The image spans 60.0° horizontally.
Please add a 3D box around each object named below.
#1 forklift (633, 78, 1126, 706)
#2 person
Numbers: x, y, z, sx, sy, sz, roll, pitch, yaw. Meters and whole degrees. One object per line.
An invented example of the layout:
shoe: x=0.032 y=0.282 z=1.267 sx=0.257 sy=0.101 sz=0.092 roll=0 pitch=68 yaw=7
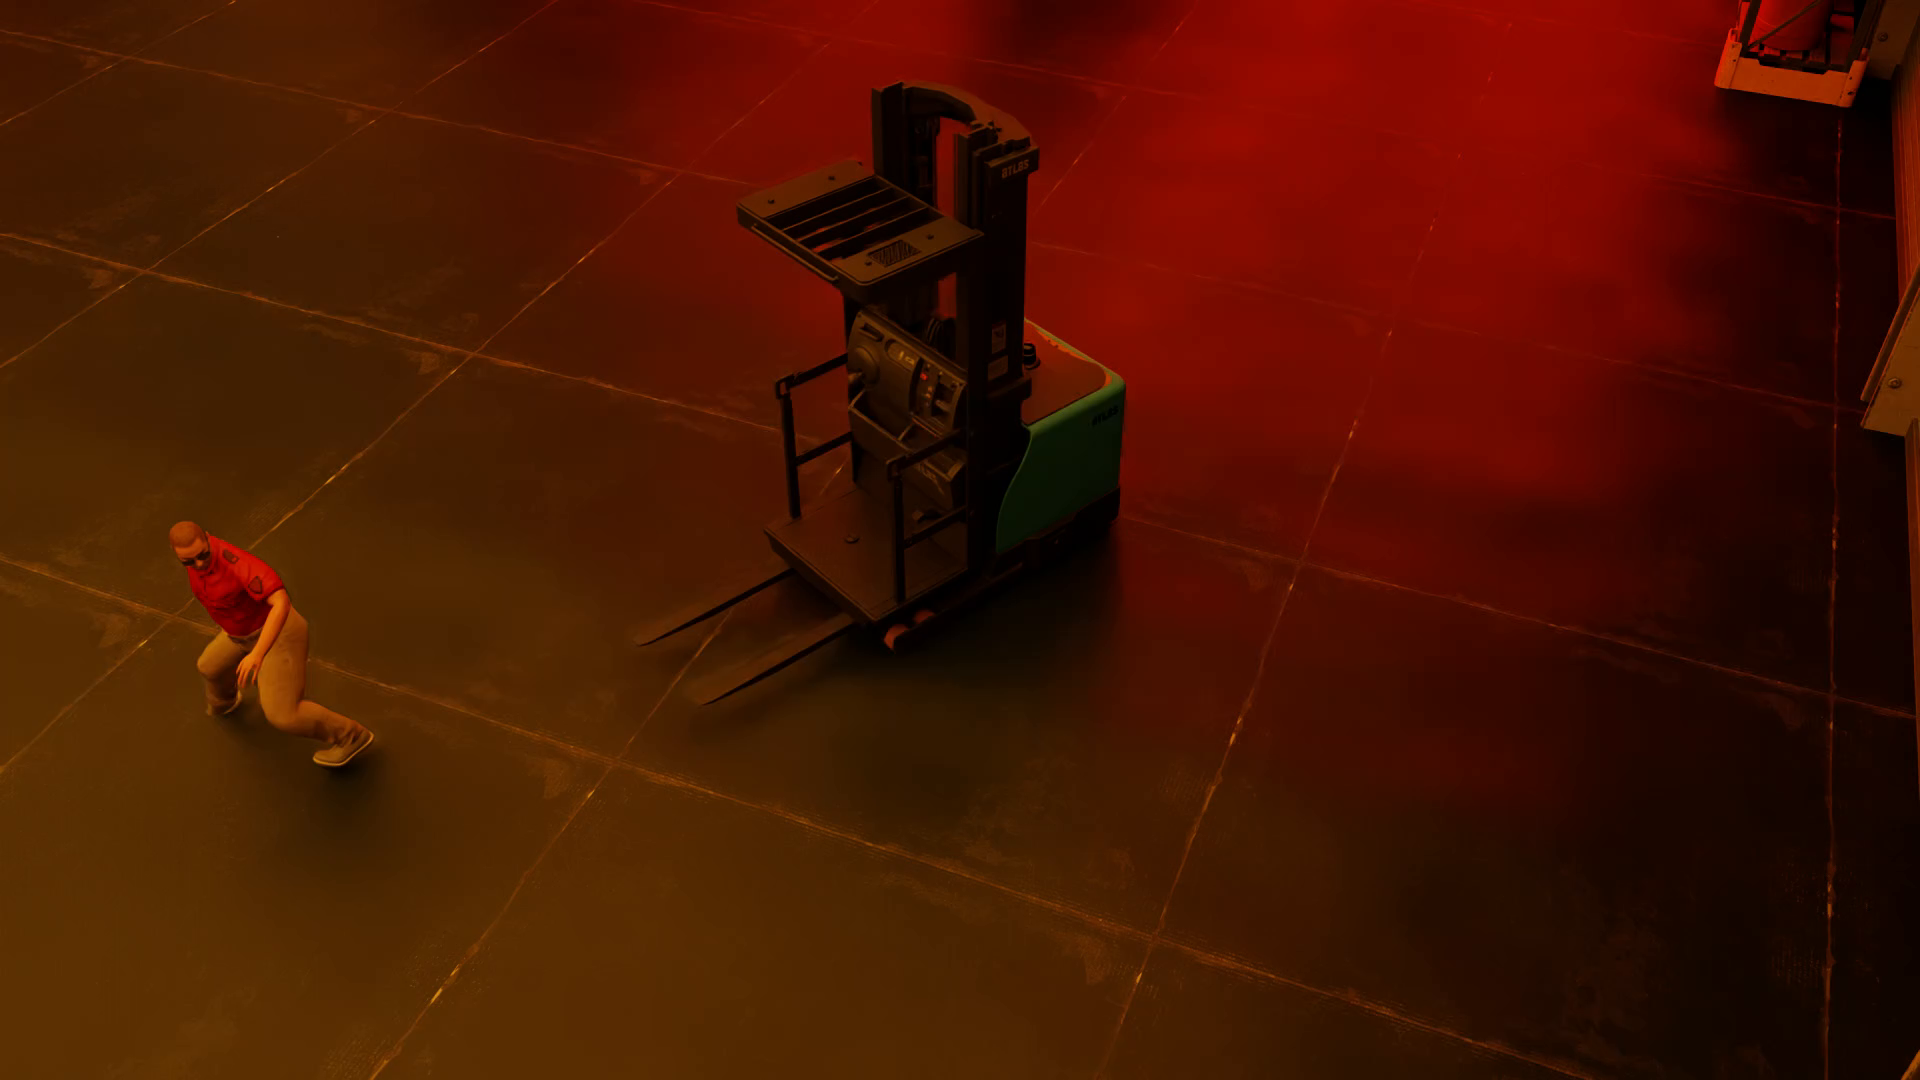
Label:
forklift: x=-0.459 y=-0.862 z=9.036 sx=3.031 sy=2.935 sz=1.130 roll=-29 pitch=48 yaw=-30
person: x=-3.683 y=0.499 z=8.571 sx=1.120 sy=1.692 sz=0.565 roll=29 pitch=48 yaw=30
